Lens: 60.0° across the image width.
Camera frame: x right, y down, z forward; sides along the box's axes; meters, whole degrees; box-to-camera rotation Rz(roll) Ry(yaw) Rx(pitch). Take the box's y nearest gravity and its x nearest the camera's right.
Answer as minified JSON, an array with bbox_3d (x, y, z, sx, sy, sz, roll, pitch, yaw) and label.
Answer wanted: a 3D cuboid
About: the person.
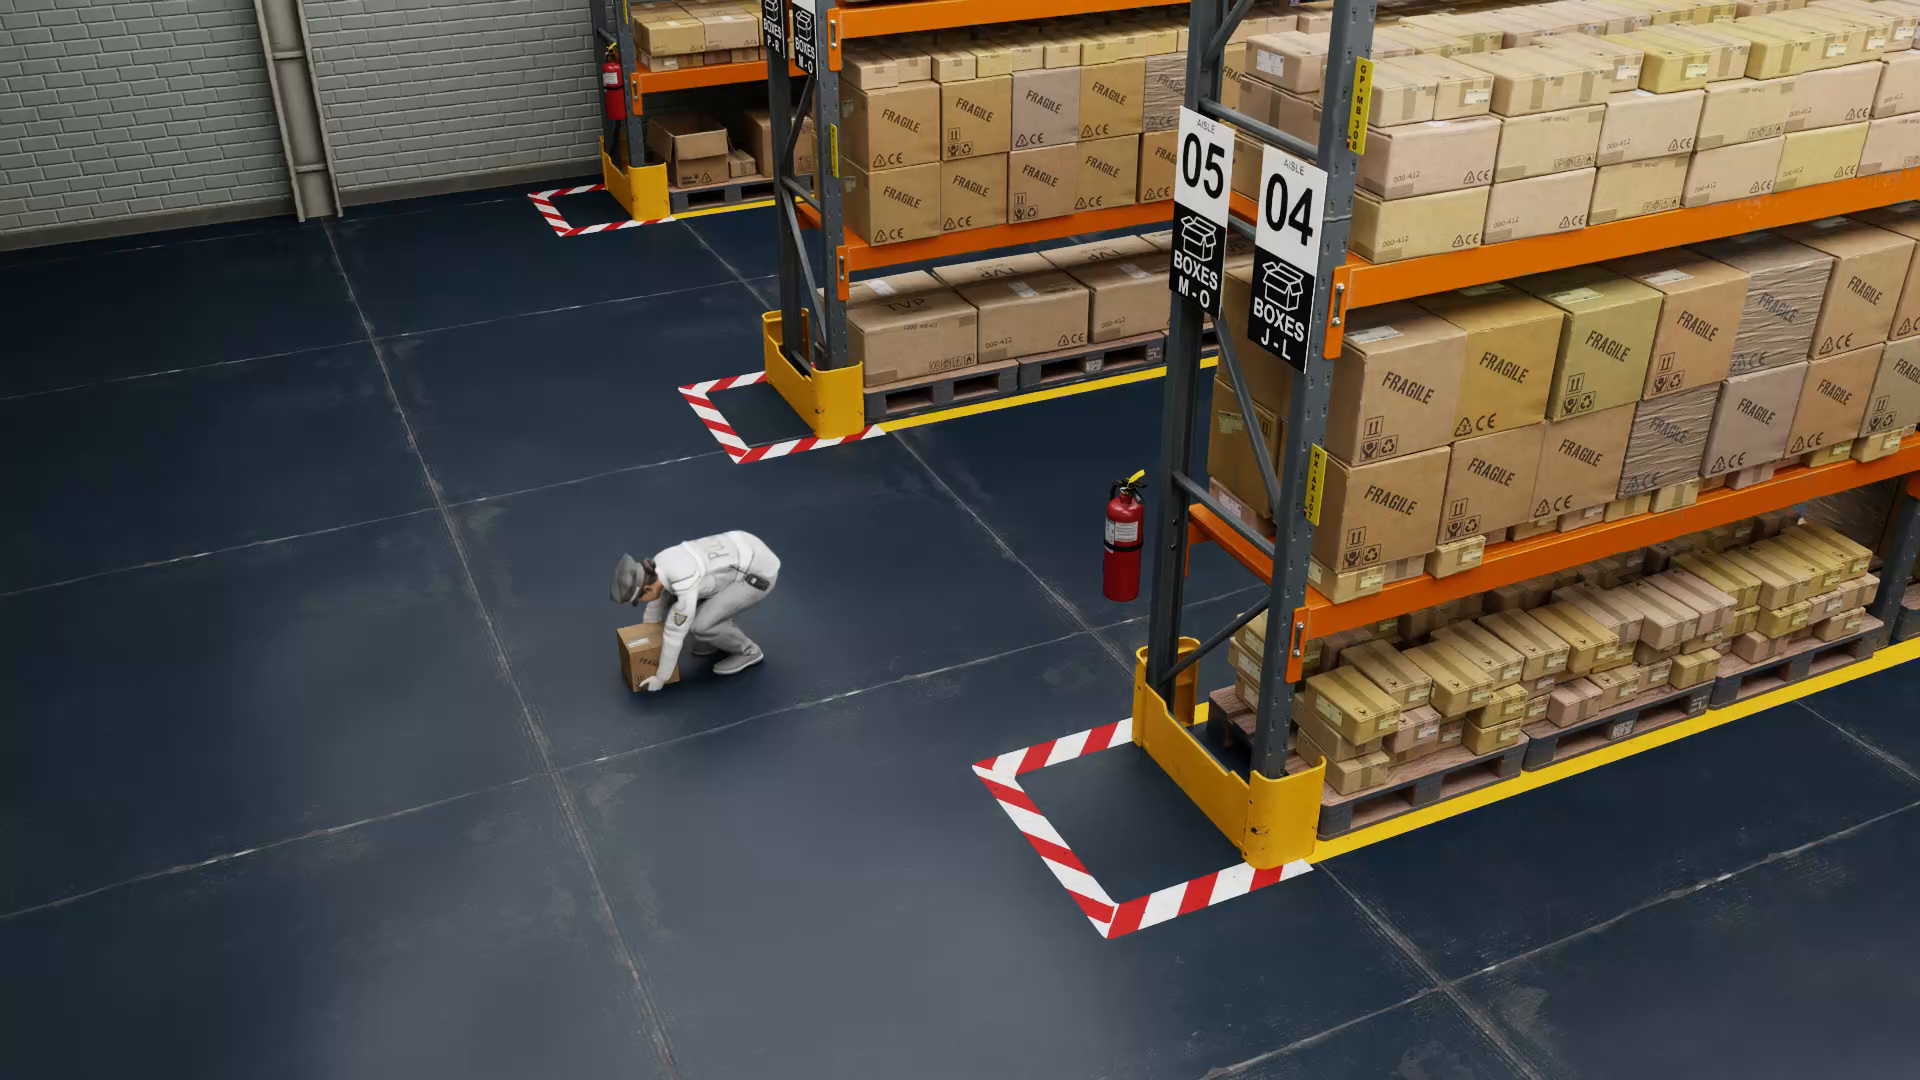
[{"bbox_3d":[-1.389,0.343,8.777,0.914,0.770,0.448,-14,32,-23],"label":"person"}]
